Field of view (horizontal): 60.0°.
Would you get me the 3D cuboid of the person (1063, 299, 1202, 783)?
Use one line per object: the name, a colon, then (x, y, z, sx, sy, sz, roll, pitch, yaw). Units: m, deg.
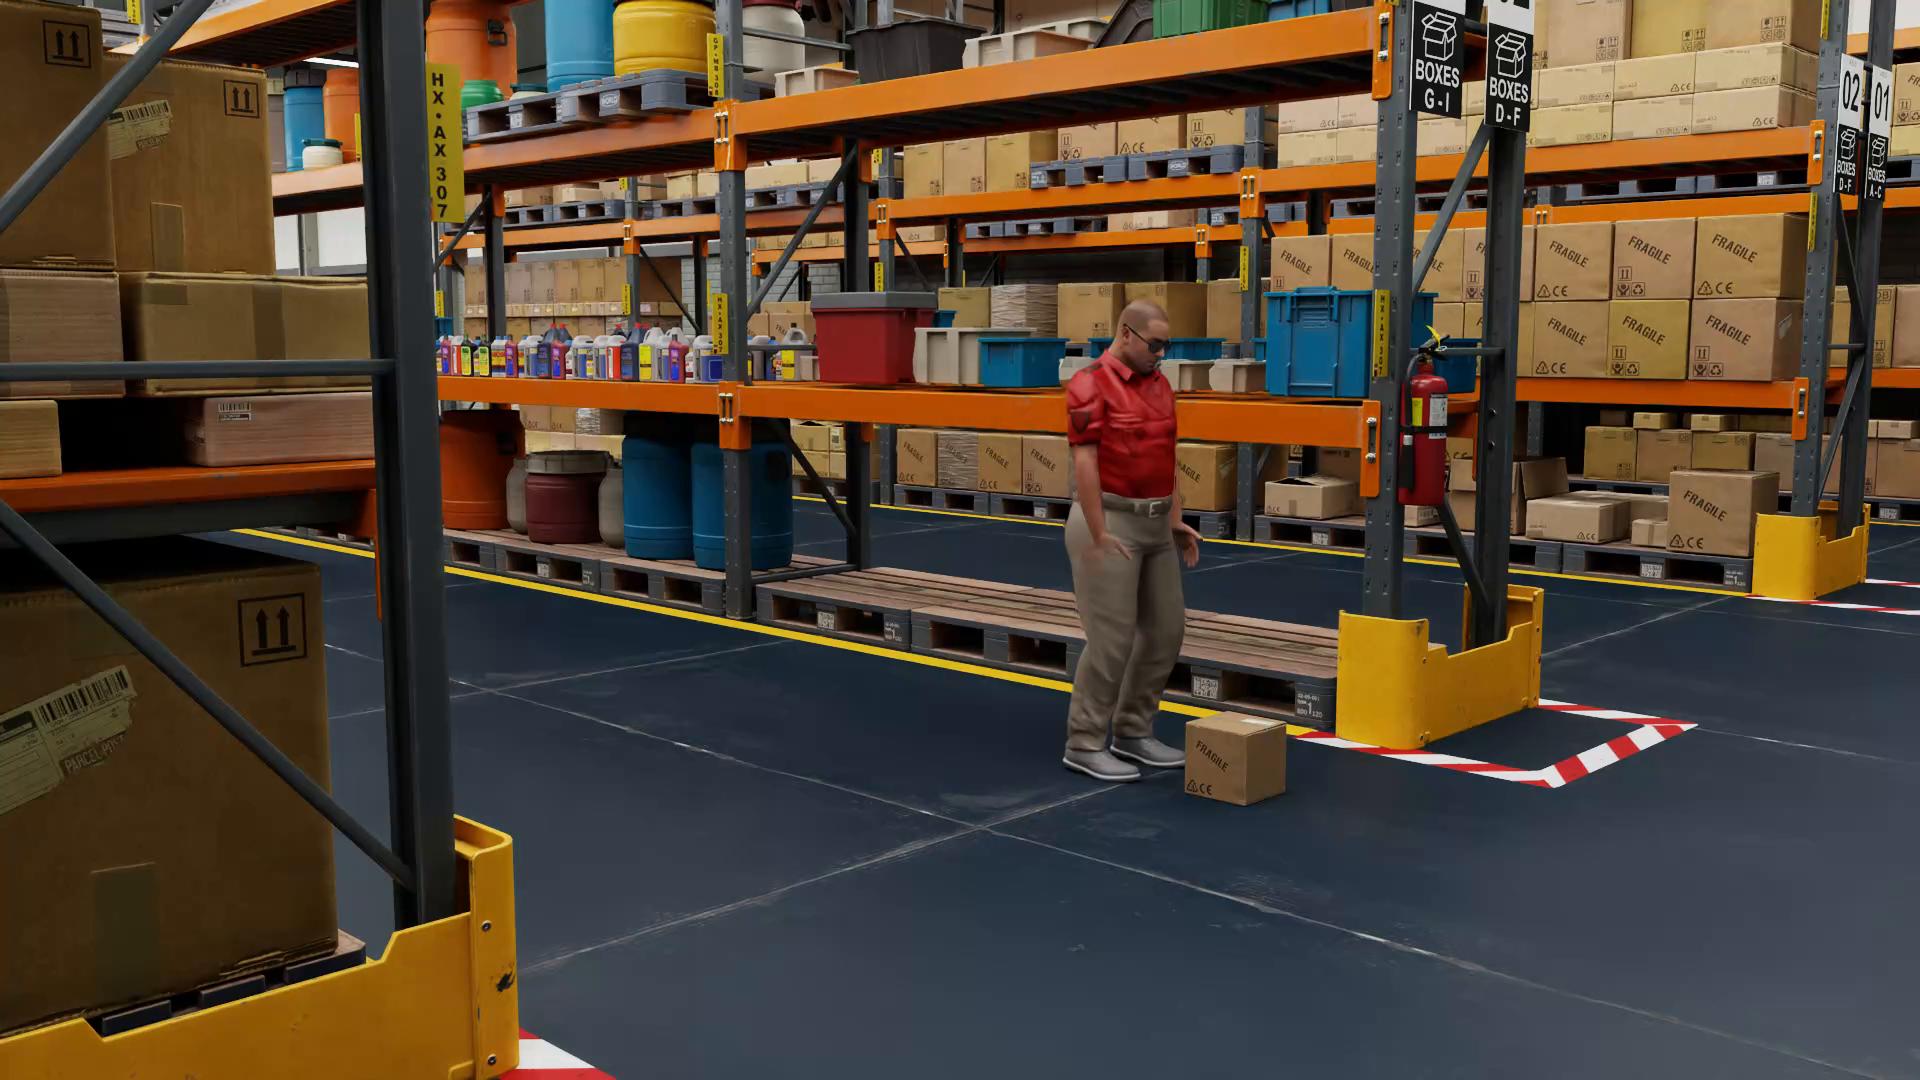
person: (0.614, -0.010, 6.034, 0.540, 1.709, 0.367, -7, 10, -45)
